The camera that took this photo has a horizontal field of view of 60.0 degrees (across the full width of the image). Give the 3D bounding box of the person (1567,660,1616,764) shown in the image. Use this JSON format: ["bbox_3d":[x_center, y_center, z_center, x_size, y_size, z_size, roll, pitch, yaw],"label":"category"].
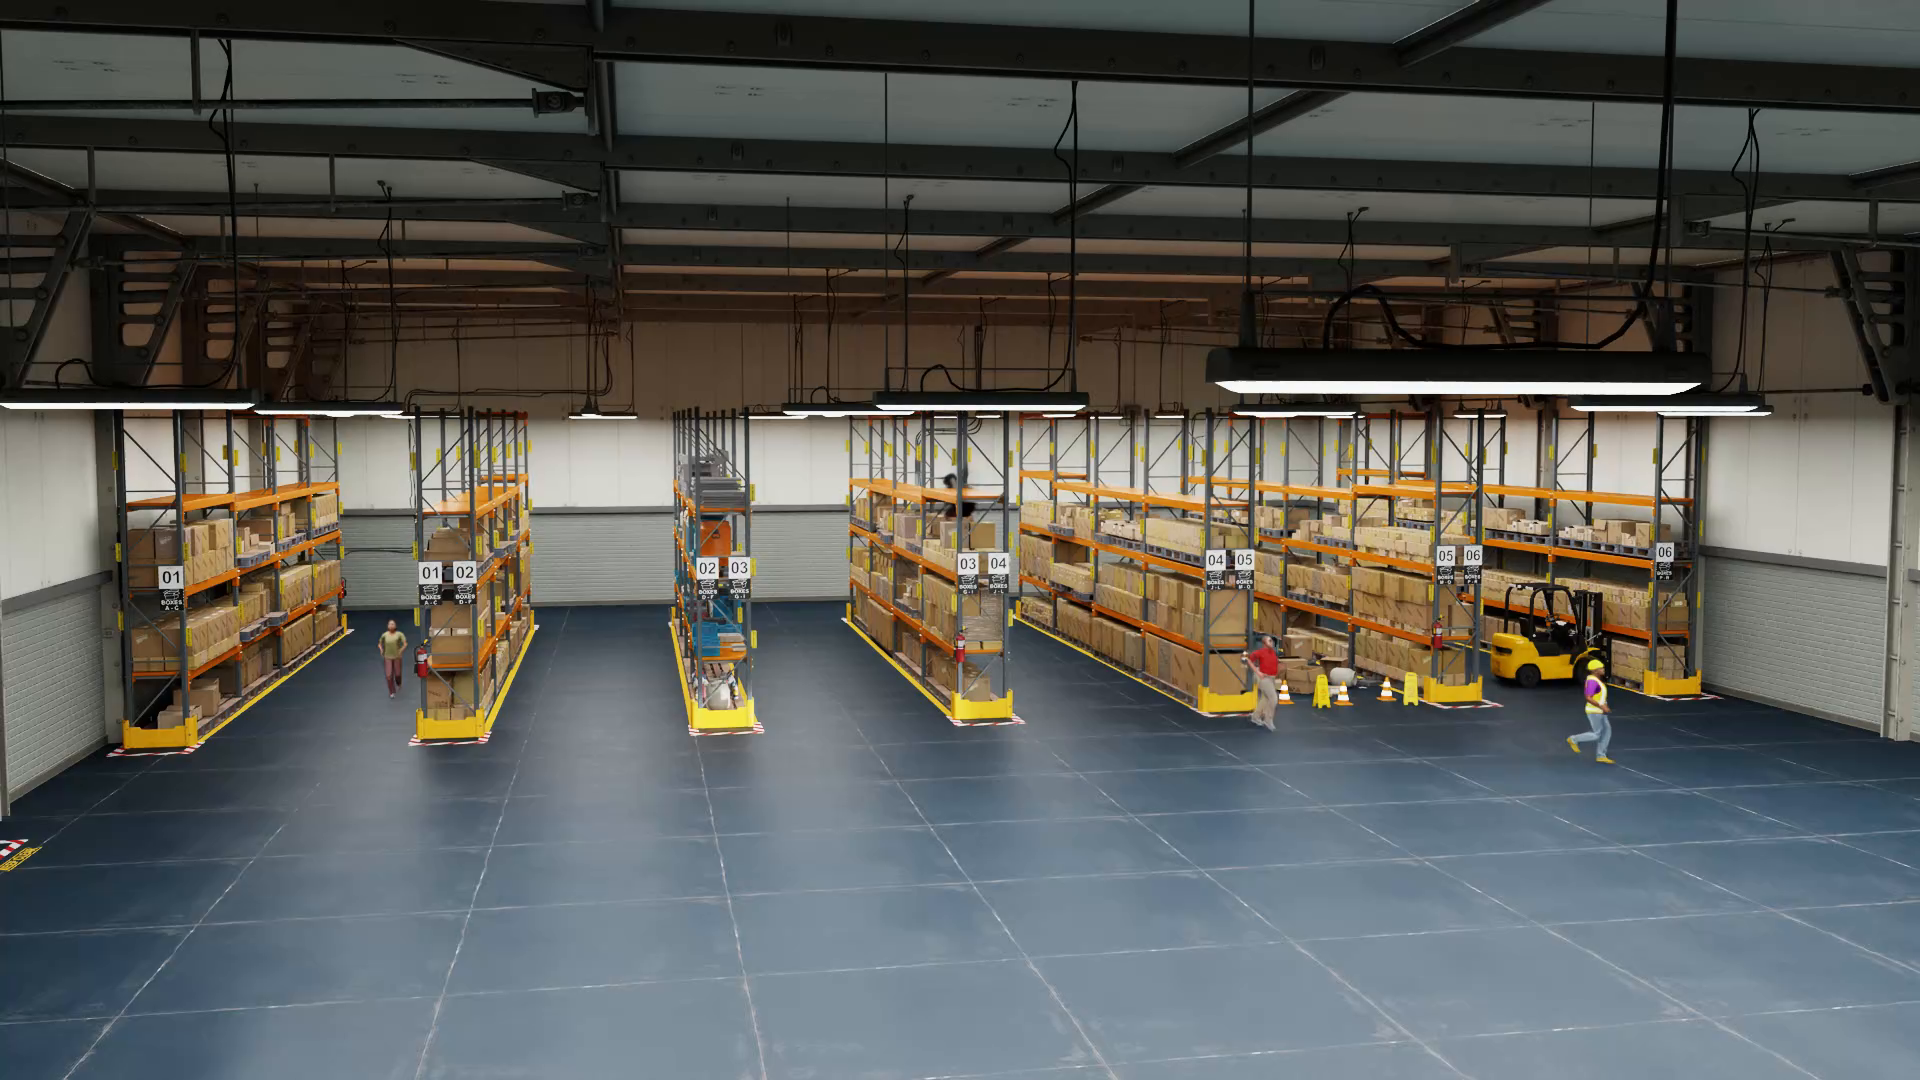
[{"bbox_3d":[10.635,2.880,27.954,0.778,1.743,0.698,2,5,26],"label":"person"}]

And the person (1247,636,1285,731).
[{"bbox_3d":[5.731,2.675,31.034,0.713,1.782,0.630,3,5,39],"label":"person"}]

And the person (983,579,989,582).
[{"bbox_3d":[0.574,1.456,47.717,0.722,1.735,0.932,0,4,5],"label":"person"}]

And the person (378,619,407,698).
[{"bbox_3d":[-11.799,2.452,34.573,0.580,1.619,0.609,-1,4,-13],"label":"person"}]
